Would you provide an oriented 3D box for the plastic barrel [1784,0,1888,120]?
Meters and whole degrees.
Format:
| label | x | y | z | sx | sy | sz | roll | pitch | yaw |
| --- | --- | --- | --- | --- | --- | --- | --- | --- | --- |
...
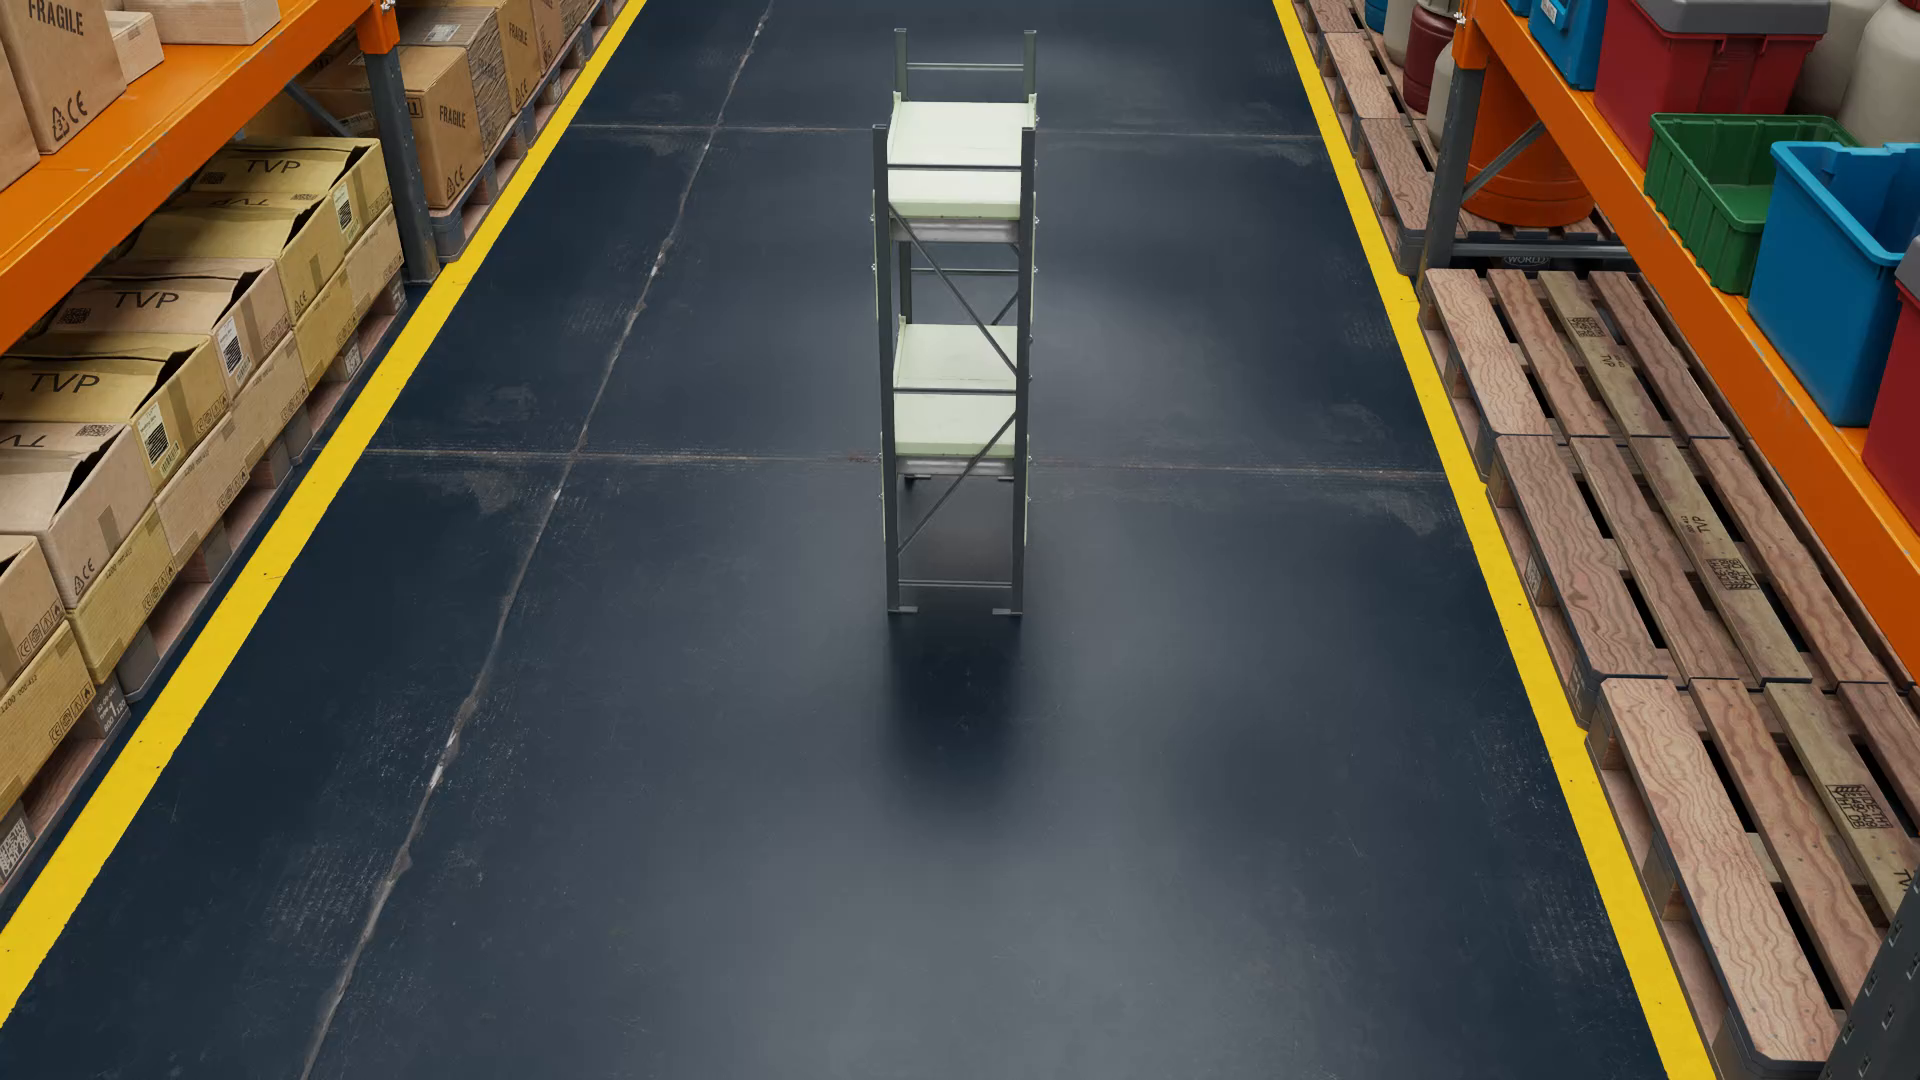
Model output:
| label | x | y | z | sx | sy | sz | roll | pitch | yaw |
| --- | --- | --- | --- | --- | --- | --- | --- | --- | --- |
| plastic barrel | 2.478 | -1.391 | 4.523 | 0.421 | 0.512 | 0.421 | 0 | 35 | 0 |

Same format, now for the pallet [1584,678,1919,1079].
| label | x | y | z | sx | sy | sz | roll | pitch | yaw |
| --- | --- | --- | --- | --- | --- | --- | --- | --- | --- |
| pallet | 2.155 | 0.804 | 3.923 | 1.003 | 0.211 | 1.213 | 1 | 35 | 2 |

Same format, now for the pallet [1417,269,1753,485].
| label | x | y | z | sx | sy | sz | roll | pitch | yaw |
| --- | --- | --- | --- | --- | --- | --- | --- | --- | --- |
| pallet | 2.253 | -0.598 | 5.918 | 1.003 | 0.211 | 1.213 | 1 | 35 | 2 |

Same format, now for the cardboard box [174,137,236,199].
| label | x | y | z | sx | sy | sz | roll | pitch | yaw |
| --- | --- | --- | --- | --- | --- | --- | --- | --- | --- |
| cardboard box | -2.941 | -1.282 | 6.004 | 0.500 | 0.311 | 0.500 | 2 | 35 | 3 |

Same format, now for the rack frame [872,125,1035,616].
| label | x | y | z | sx | sy | sz | roll | pitch | yaw |
| --- | --- | --- | --- | --- | --- | --- | --- | --- | --- |
| rack frame | -0.015 | -0.399 | 4.514 | 0.400 | 1.500 | 0.023 | 1 | 35 | 2 |

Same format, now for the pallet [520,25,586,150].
| label | x | y | z | sx | sy | sz | roll | pitch | yaw |
| --- | --- | --- | --- | --- | --- | --- | --- | --- | --- |
| pallet | -2.507 | -2.286 | 8.319 | 1.003 | 0.211 | 1.213 | 1 | 35 | 2 |

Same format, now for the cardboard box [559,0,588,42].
| label | x | y | z | sx | sy | sz | roll | pitch | yaw |
| --- | --- | --- | --- | --- | --- | --- | --- | --- | --- |
| cardboard box | -2.248 | -2.893 | 8.549 | 0.500 | 0.500 | 0.500 | 2 | 35 | 2 |

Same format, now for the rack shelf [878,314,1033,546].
| label | x | y | z | sx | sy | sz | roll | pitch | yaw |
| --- | --- | --- | --- | --- | --- | --- | --- | --- | --- |
| rack shelf | 0.000 | -0.343 | 5.001 | 0.431 | 0.370 | 0.720 | 1 | 35 | 2 |

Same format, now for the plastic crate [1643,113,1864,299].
| label | x | y | z | sx | sy | sz | roll | pitch | yaw |
| --- | --- | --- | --- | --- | --- | --- | --- | --- | --- |
| plastic crate | 1.950 | -0.806 | 3.972 | 0.450 | 0.188 | 0.662 | 1 | 35 | 2 |

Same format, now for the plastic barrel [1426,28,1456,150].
| label | x | y | z | sx | sy | sz | roll | pitch | yaw |
| --- | --- | --- | --- | --- | --- | --- | --- | --- | --- |
| plastic barrel | 2.259 | -1.945 | 7.208 | 0.421 | 0.512 | 0.421 | 0 | 35 | 0 |

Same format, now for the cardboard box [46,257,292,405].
| label | x | y | z | sx | sy | sz | roll | pitch | yaw |
| --- | --- | --- | --- | --- | --- | --- | --- | --- | --- |
| cardboard box | -2.439 | -0.681 | 5.148 | 0.500 | 0.311 | 0.500 | 1 | 35 | 2 |

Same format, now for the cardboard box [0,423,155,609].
| label | x | y | z | sx | sy | sz | roll | pitch | yaw |
| --- | --- | --- | --- | --- | --- | --- | --- | --- | --- |
| cardboard box | -2.476 | -0.095 | 4.314 | 0.500 | 0.311 | 0.500 | 0 | 35 | 0 |

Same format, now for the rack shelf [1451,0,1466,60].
| label | x | y | z | sx | sy | sz | roll | pitch | yaw |
| --- | --- | --- | --- | --- | --- | --- | --- | --- | --- |
| rack shelf | 2.403 | -3.038 | 7.590 | 1.077 | 0.370 | 4.000 | 1 | 35 | 2 |

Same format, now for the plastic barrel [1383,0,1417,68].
| label | x | y | z | sx | sy | sz | roll | pitch | yaw |
| --- | --- | --- | --- | --- | --- | --- | --- | --- | --- |
| plastic barrel | 2.304 | -2.594 | 8.131 | 0.421 | 0.512 | 0.421 | 0 | 35 | 0 |

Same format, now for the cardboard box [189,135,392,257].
| label | x | y | z | sx | sy | sz | roll | pitch | yaw |
| --- | --- | --- | --- | --- | --- | --- | --- | --- | --- |
| cardboard box | -2.401 | -1.270 | 5.986 | 0.500 | 0.311 | 0.500 | 2 | 35 | 3 |

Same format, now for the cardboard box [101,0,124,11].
| label | x | y | z | sx | sy | sz | roll | pitch | yaw |
| --- | --- | --- | --- | --- | --- | --- | --- | --- | --- |
| cardboard box | -2.856 | -1.754 | 5.215 | 0.500 | 0.311 | 0.500 | 1 | 35 | 1 |

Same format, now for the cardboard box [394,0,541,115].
| label | x | y | z | sx | sy | sz | roll | pitch | yaw |
| --- | --- | --- | --- | --- | --- | --- | --- | --- | --- |
| cardboard box | -2.282 | -2.301 | 7.707 | 0.500 | 0.500 | 0.500 | 1 | 35 | 1 |

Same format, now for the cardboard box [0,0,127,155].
| label | x | y | z | sx | sy | sz | roll | pitch | yaw |
| --- | --- | --- | --- | --- | --- | --- | --- | --- | --- |
| cardboard box | -2.677 | -1.376 | 4.513 | 0.500 | 0.500 | 0.500 | 0 | 35 | -1 |

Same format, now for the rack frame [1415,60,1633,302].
| label | x | y | z | sx | sy | sz | roll | pitch | yaw |
| --- | --- | --- | --- | --- | --- | --- | --- | --- | --- |
| rack frame | 2.323 | -2.183 | 5.748 | 1.000 | 3.000 | 0.127 | 1 | 35 | 2 |

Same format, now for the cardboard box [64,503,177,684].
| label | x | y | z | sx | sy | sz | roll | pitch | yaw |
| --- | --- | --- | --- | --- | --- | --- | --- | --- | --- |
| cardboard box | -2.483 | 0.134 | 4.477 | 0.500 | 0.250 | 0.500 | 0 | 35 | 0 |

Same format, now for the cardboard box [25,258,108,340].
| label | x | y | z | sx | sy | sz | roll | pitch | yaw |
| --- | --- | --- | --- | --- | --- | --- | --- | --- | --- |
| cardboard box | -2.976 | -0.687 | 5.157 | 0.500 | 0.311 | 0.500 | 0 | 35 | 1 |

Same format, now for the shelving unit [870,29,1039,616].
| label | x | y | z | sx | sy | sz | roll | pitch | yaw |
| --- | --- | --- | --- | --- | --- | --- | --- | --- | --- |
| shelving unit | 0.000 | -0.610 | 4.813 | 0.431 | 1.500 | 0.755 | 1 | 35 | 2 |

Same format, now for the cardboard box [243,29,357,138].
| label | x | y | z | sx | sy | sz | roll | pitch | yaw |
| --- | --- | --- | --- | --- | --- | --- | --- | --- | --- |
| cardboard box | -2.823 | -2.000 | 7.278 | 0.500 | 0.500 | 0.500 | 3 | 35 | 4 |

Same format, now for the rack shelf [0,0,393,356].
| label | x | y | z | sx | sy | sz | roll | pitch | yaw |
| --- | --- | --- | --- | --- | --- | --- | --- | --- | --- |
| rack shelf | -2.707 | -0.856 | 4.486 | 1.077 | 0.370 | 4.000 | 1 | 35 | 2 |

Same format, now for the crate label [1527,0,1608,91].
| label | x | y | z | sx | sy | sz | roll | pitch | yaw |
| --- | --- | --- | --- | --- | --- | --- | --- | --- | --- |
| crate label | 2.013 | -1.633 | 4.934 | 0.502 | 0.435 | 0.616 | 1 | 35 | 2 |

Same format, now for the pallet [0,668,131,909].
| label | x | y | z | sx | sy | sz | roll | pitch | yaw |
| --- | --- | --- | --- | --- | --- | --- | --- | --- | --- |
| pallet | -2.796 | 0.715 | 4.049 | 1.003 | 0.211 | 1.213 | 1 | 35 | 2 |

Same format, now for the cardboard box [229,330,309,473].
| label | x | y | z | sx | sy | sz | roll | pitch | yaw |
| --- | --- | --- | --- | --- | --- | --- | --- | --- | --- |
| cardboard box | -2.444 | -0.454 | 5.313 | 0.500 | 0.250 | 0.500 | 2 | 35 | 3 |

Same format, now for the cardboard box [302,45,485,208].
| label | x | y | z | sx | sy | sz | roll | pitch | yaw |
| --- | --- | --- | --- | --- | --- | --- | --- | --- | --- |
| cardboard box | -2.322 | -1.712 | 6.869 | 0.500 | 0.500 | 0.500 | 3 | 35 | 4 |

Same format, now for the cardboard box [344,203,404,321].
| label | x | y | z | sx | sy | sz | roll | pitch | yaw |
| --- | --- | --- | --- | --- | --- | --- | --- | --- | --- |
| cardboard box | -2.404 | -1.039 | 6.146 | 0.500 | 0.250 | 0.500 | 2 | 35 | 3 |

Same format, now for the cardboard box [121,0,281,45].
| label | x | y | z | sx | sy | sz | roll | pitch | yaw |
| --- | --- | --- | --- | --- | --- | --- | --- | --- | --- |
| cardboard box | -2.386 | -1.674 | 5.242 | 0.380 | 0.149 | 0.250 | 1 | 35 | 2 |

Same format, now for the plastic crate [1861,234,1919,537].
| label | x | y | z | sx | sy | sz | roll | pitch | yaw |
| --- | --- | --- | --- | --- | --- | --- | --- | --- | --- |
| plastic crate | 1.876 | -0.197 | 2.865 | 0.402 | 0.464 | 0.583 | 1 | 35 | 2 |

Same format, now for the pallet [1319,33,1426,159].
| label | x | y | z | sx | sy | sz | roll | pitch | yaw |
| --- | --- | --- | --- | --- | --- | --- | --- | --- | --- |
| pallet | 2.365 | -2.195 | 8.190 | 1.003 | 0.211 | 1.213 | 1 | 35 | 2 |

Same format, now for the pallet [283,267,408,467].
| label | x | y | z | sx | sy | sz | roll | pitch | yaw |
| --- | --- | --- | --- | --- | --- | --- | --- | --- | --- |
| pallet | -2.698 | -0.687 | 6.044 | 1.003 | 0.211 | 1.213 | 1 | 35 | 2 |
